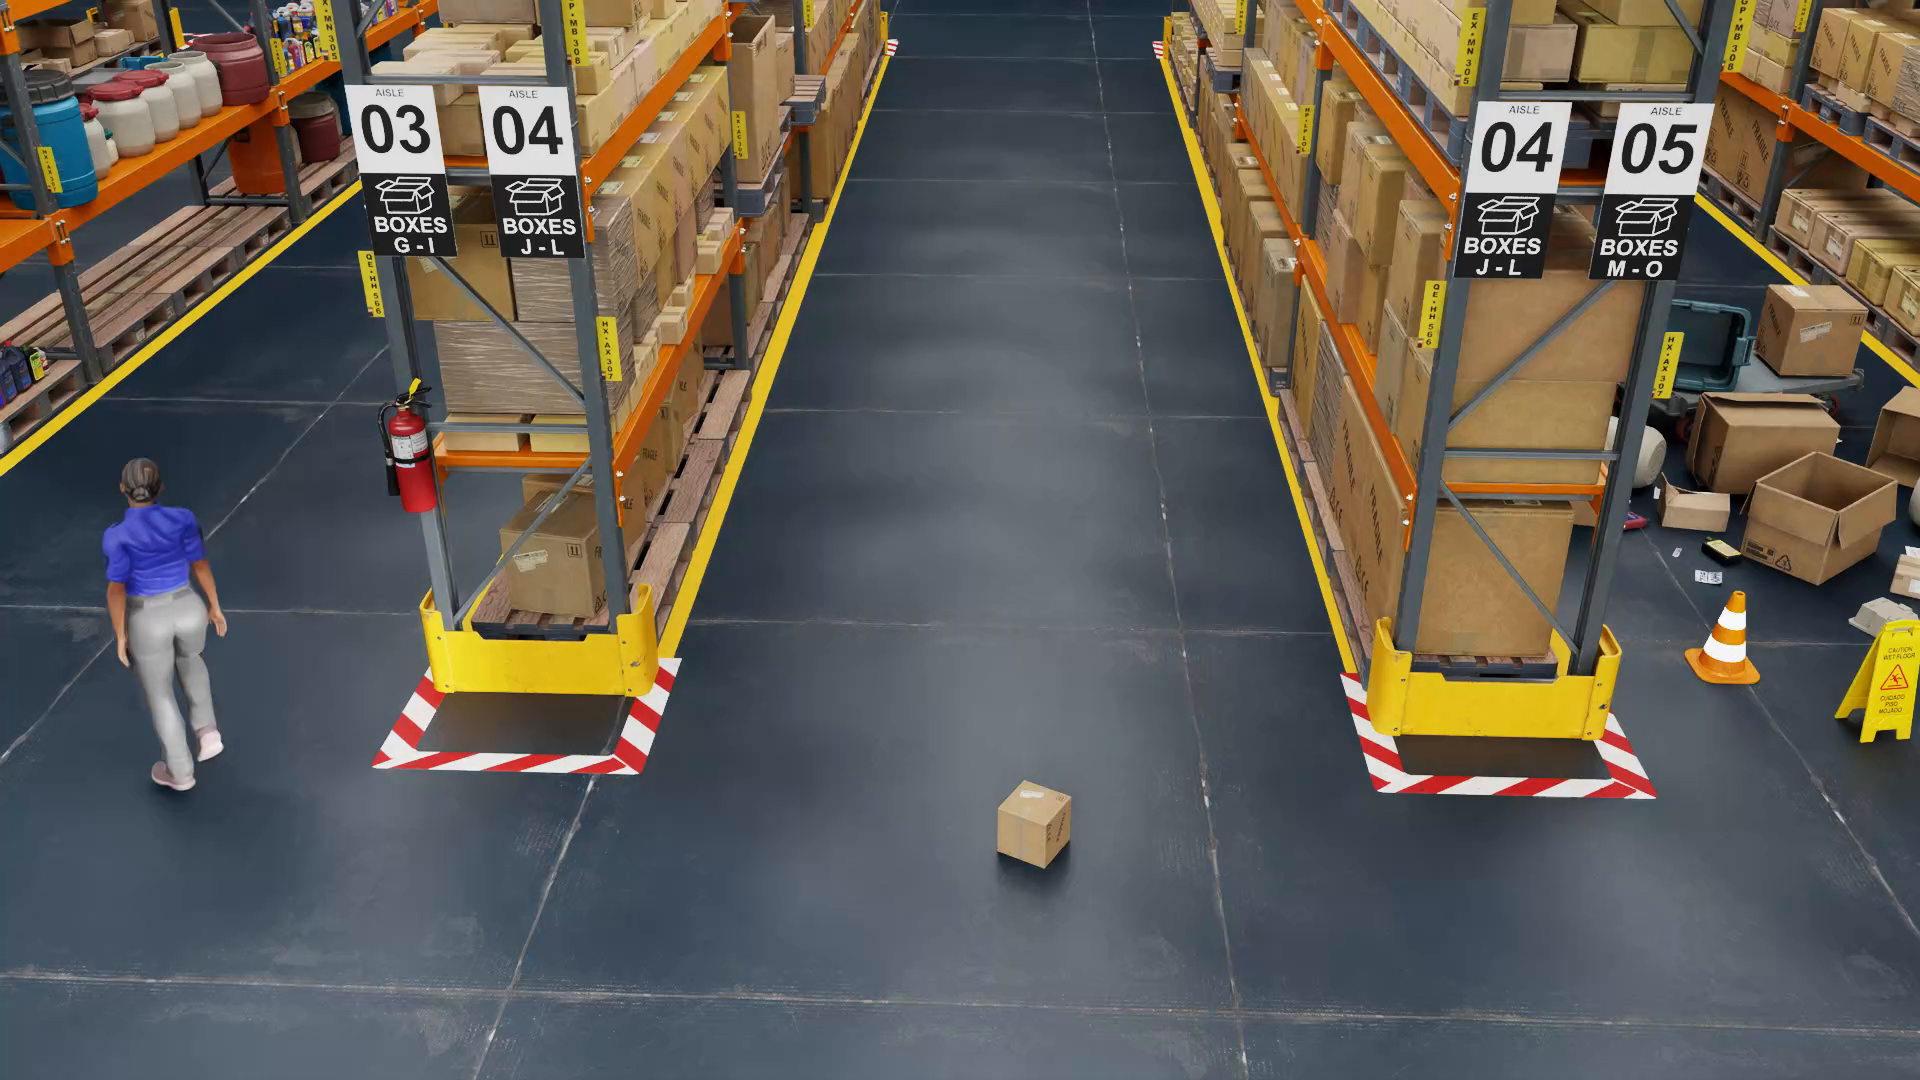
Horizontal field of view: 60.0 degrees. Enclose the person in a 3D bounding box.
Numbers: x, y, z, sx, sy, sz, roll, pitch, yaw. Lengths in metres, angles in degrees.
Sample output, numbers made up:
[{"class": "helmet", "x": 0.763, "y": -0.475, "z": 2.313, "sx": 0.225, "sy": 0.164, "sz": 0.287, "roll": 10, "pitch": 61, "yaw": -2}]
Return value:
[{"class": "person", "x": -3.798, "y": 0.366, "z": 7.949, "sx": 0.531, "sy": 1.673, "sz": 0.553, "roll": -24, "pitch": 36, "yaw": -37}]
